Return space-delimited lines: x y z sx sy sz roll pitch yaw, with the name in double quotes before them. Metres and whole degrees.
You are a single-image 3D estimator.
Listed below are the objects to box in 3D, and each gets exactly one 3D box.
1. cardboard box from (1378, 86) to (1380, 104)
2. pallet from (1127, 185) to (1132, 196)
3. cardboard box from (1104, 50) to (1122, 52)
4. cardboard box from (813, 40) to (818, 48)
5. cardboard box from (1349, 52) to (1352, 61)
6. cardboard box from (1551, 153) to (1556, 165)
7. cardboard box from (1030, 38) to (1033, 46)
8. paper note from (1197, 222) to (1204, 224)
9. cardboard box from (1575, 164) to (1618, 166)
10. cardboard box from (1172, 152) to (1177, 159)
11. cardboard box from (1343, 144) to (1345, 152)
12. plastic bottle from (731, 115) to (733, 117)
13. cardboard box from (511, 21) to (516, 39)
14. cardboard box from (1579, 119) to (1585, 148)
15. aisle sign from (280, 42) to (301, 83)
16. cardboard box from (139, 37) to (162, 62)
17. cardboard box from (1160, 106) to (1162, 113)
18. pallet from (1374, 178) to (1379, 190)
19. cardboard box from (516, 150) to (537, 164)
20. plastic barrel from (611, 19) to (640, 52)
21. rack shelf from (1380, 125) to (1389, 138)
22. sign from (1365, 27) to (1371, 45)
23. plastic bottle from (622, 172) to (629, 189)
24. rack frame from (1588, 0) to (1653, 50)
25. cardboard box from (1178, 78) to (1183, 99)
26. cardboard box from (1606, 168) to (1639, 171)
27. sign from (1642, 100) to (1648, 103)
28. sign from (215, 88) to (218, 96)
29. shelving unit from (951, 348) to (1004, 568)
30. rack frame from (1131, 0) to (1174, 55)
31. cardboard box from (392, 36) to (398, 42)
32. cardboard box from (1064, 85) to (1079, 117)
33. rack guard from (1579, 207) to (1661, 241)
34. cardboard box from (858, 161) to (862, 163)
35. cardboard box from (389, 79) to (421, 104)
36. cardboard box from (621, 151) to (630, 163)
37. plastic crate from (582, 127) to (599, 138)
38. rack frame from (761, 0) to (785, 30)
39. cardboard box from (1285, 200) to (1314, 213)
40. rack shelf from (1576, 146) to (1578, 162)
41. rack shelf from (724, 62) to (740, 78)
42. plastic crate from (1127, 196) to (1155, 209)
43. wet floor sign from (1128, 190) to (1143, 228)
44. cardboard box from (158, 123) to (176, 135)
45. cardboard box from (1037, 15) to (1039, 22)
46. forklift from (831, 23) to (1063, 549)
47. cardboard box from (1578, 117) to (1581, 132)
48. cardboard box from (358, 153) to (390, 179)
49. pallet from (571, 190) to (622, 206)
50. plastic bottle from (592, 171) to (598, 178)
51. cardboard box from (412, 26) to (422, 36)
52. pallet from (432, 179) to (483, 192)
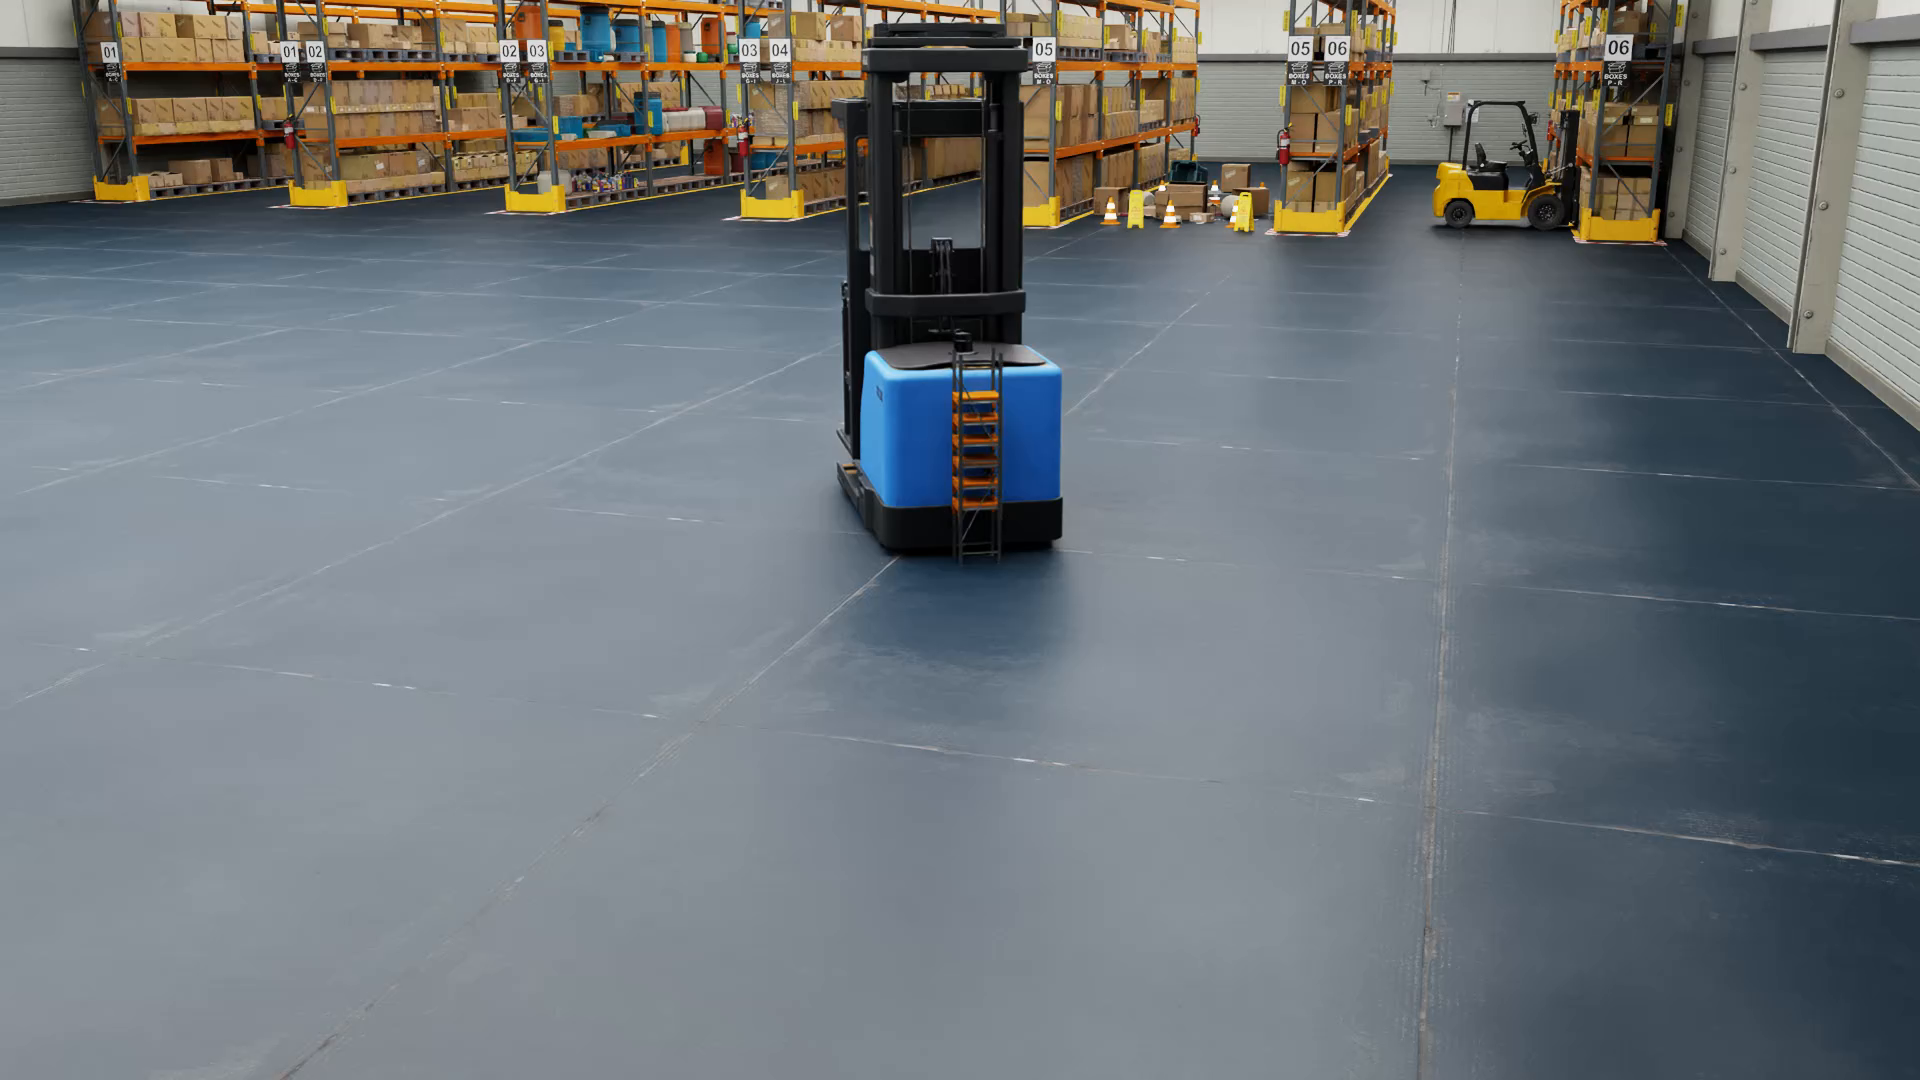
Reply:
"cardboard box" 9.183 -9.992 37.546 0.500 0.500 0.500 5 17 18
"pallet" 3.164 -7.636 36.362 1.003 0.211 1.213 5 16 16
"cardboard box" 3.379 -10.838 36.862 0.500 0.500 0.500 5 16 16
"cardboard box" -2.901 -9.377 31.440 0.380 0.149 0.250 5 16 16
"cardboard box" 6.367 -8.111 27.891 0.380 0.149 0.250 5 16 16
"cardboard box" 14.478 -9.025 39.961 0.500 0.500 0.500 5 17 17
"cardboard box" 1.102 -8.903 29.732 0.380 0.149 0.250 5 17 17
"paper note" 4.322 -5.700 29.871 0.148 0.019 0.142 -1 16 -3
"cardboard box" 12.627 -7.162 33.165 0.875 0.625 0.625 5 17 18
"cardboard box" 5.257 -9.682 41.834 0.380 0.149 0.250 5 17 17
"cardboard box" 6.468 -6.809 28.800 0.380 0.149 0.250 4 16 14
"plastic bottle" -5.680 -10.472 41.490 0.097 0.271 0.097 0 16 0
"cardboard box" -10.633 -12.444 40.691 0.500 0.500 0.500 5 16 16
"cardboard box" 11.482 -7.342 30.034 0.500 0.500 0.500 4 16 14
"aisle sign" -13.337 -9.521 33.136 0.394 0.787 0.004 5 16 16
"cardboard box" -17.265 -10.355 35.121 0.500 0.500 0.500 6 17 20
"cardboard box" 4.600 -10.260 39.650 0.380 0.149 0.250 5 17 16
"pallet" 9.225 -8.317 38.766 1.003 0.211 1.213 5 16 16
"cardboard box" -10.676 -9.351 40.541 0.500 0.311 0.500 5 17 17
"plastic barrel" -7.215 -10.760 35.853 0.600 0.901 0.708 5 16 16
"rack shelf" 9.941 -10.044 41.061 1.077 0.370 4.000 5 16 16
"sign" 7.621 -9.425 31.118 0.100 0.325 0.005 5 16 16
"plastic bottle" -7.113 -7.622 35.254 0.144 0.351 0.185 4 16 13
"rack frame" 11.859 -10.276 29.567 1.000 3.000 0.127 5 16 16
"cardboard box" 5.265 -11.262 41.476 0.500 0.500 0.500 5 17 17
"cardboard box" 11.775 -6.472 29.588 0.500 0.250 0.500 4 16 15
"sign" 12.391 -7.802 30.106 0.100 0.325 0.005 5 16 16
"sign" -17.183 -10.294 38.501 0.100 0.325 0.005 5 16 16
"shelving unit" 0.094 -0.452 9.225 0.258 1.200 0.189 -3 16 -11
"rack frame" 4.597 -13.110 39.559 1.000 3.000 0.127 5 16 16
"cardboard box" -12.449 -10.728 35.796 0.500 0.311 0.500 4 16 13
"cardboard box" 1.687 -8.057 30.485 0.875 0.550 0.550 5 16 16
"rack guard" 10.715 -5.134 27.015 1.175 0.500 0.348 5 16 16
"cardboard box" -1.895 -7.980 36.241 0.700 0.500 0.500 3 16 11
"cardboard box" -12.162 -9.735 36.092 0.700 0.500 0.500 5 16 16
"cardboard box" -9.299 -10.415 45.174 0.500 0.311 0.500 5 16 16
"plastic crate" -7.808 -8.491 34.656 0.450 0.188 0.662 5 16 16
"rack frame" -4.878 -13.905 42.363 1.000 3.000 0.127 5 16 16
"cardboard box" 5.941 -5.845 29.209 0.500 0.250 0.500 5 16 16
"rack shelf" 12.427 -7.567 32.328 1.077 0.370 4.000 5 16 16
"rack shelf" -5.446 -11.593 41.026 1.077 0.370 4.000 5 16 16
"plastic crate" 3.531 -6.659 32.856 0.662 0.188 0.450 -15 11 -41
"wet floor sign" 3.077 -5.791 29.063 0.267 0.644 0.232 2 16 6
"cardboard box" -17.210 -8.825 35.685 0.500 0.250 0.500 4 16 14
"cardboard box" 1.247 -9.420 30.094 0.380 0.149 0.250 5 17 16
"forklift" -0.203 -1.718 10.516 1.130 2.935 3.031 -3 16 -11
"cardboard box" 11.753 -7.706 30.860 0.500 0.250 0.500 4 16 15
"cardboard box" -12.401 -7.891 35.046 0.500 0.500 0.500 5 16 16
"pallet" -7.727 -7.092 34.446 1.003 0.211 1.213 5 16 16
"plastic bottle" -7.779 -7.684 35.473 0.144 0.351 0.185 5 17 17
"cardboard box" -14.752 -13.631 44.529 0.500 0.250 0.500 6 17 20
"pallet" -11.728 -8.166 38.231 1.003 0.211 1.213 5 16 16
